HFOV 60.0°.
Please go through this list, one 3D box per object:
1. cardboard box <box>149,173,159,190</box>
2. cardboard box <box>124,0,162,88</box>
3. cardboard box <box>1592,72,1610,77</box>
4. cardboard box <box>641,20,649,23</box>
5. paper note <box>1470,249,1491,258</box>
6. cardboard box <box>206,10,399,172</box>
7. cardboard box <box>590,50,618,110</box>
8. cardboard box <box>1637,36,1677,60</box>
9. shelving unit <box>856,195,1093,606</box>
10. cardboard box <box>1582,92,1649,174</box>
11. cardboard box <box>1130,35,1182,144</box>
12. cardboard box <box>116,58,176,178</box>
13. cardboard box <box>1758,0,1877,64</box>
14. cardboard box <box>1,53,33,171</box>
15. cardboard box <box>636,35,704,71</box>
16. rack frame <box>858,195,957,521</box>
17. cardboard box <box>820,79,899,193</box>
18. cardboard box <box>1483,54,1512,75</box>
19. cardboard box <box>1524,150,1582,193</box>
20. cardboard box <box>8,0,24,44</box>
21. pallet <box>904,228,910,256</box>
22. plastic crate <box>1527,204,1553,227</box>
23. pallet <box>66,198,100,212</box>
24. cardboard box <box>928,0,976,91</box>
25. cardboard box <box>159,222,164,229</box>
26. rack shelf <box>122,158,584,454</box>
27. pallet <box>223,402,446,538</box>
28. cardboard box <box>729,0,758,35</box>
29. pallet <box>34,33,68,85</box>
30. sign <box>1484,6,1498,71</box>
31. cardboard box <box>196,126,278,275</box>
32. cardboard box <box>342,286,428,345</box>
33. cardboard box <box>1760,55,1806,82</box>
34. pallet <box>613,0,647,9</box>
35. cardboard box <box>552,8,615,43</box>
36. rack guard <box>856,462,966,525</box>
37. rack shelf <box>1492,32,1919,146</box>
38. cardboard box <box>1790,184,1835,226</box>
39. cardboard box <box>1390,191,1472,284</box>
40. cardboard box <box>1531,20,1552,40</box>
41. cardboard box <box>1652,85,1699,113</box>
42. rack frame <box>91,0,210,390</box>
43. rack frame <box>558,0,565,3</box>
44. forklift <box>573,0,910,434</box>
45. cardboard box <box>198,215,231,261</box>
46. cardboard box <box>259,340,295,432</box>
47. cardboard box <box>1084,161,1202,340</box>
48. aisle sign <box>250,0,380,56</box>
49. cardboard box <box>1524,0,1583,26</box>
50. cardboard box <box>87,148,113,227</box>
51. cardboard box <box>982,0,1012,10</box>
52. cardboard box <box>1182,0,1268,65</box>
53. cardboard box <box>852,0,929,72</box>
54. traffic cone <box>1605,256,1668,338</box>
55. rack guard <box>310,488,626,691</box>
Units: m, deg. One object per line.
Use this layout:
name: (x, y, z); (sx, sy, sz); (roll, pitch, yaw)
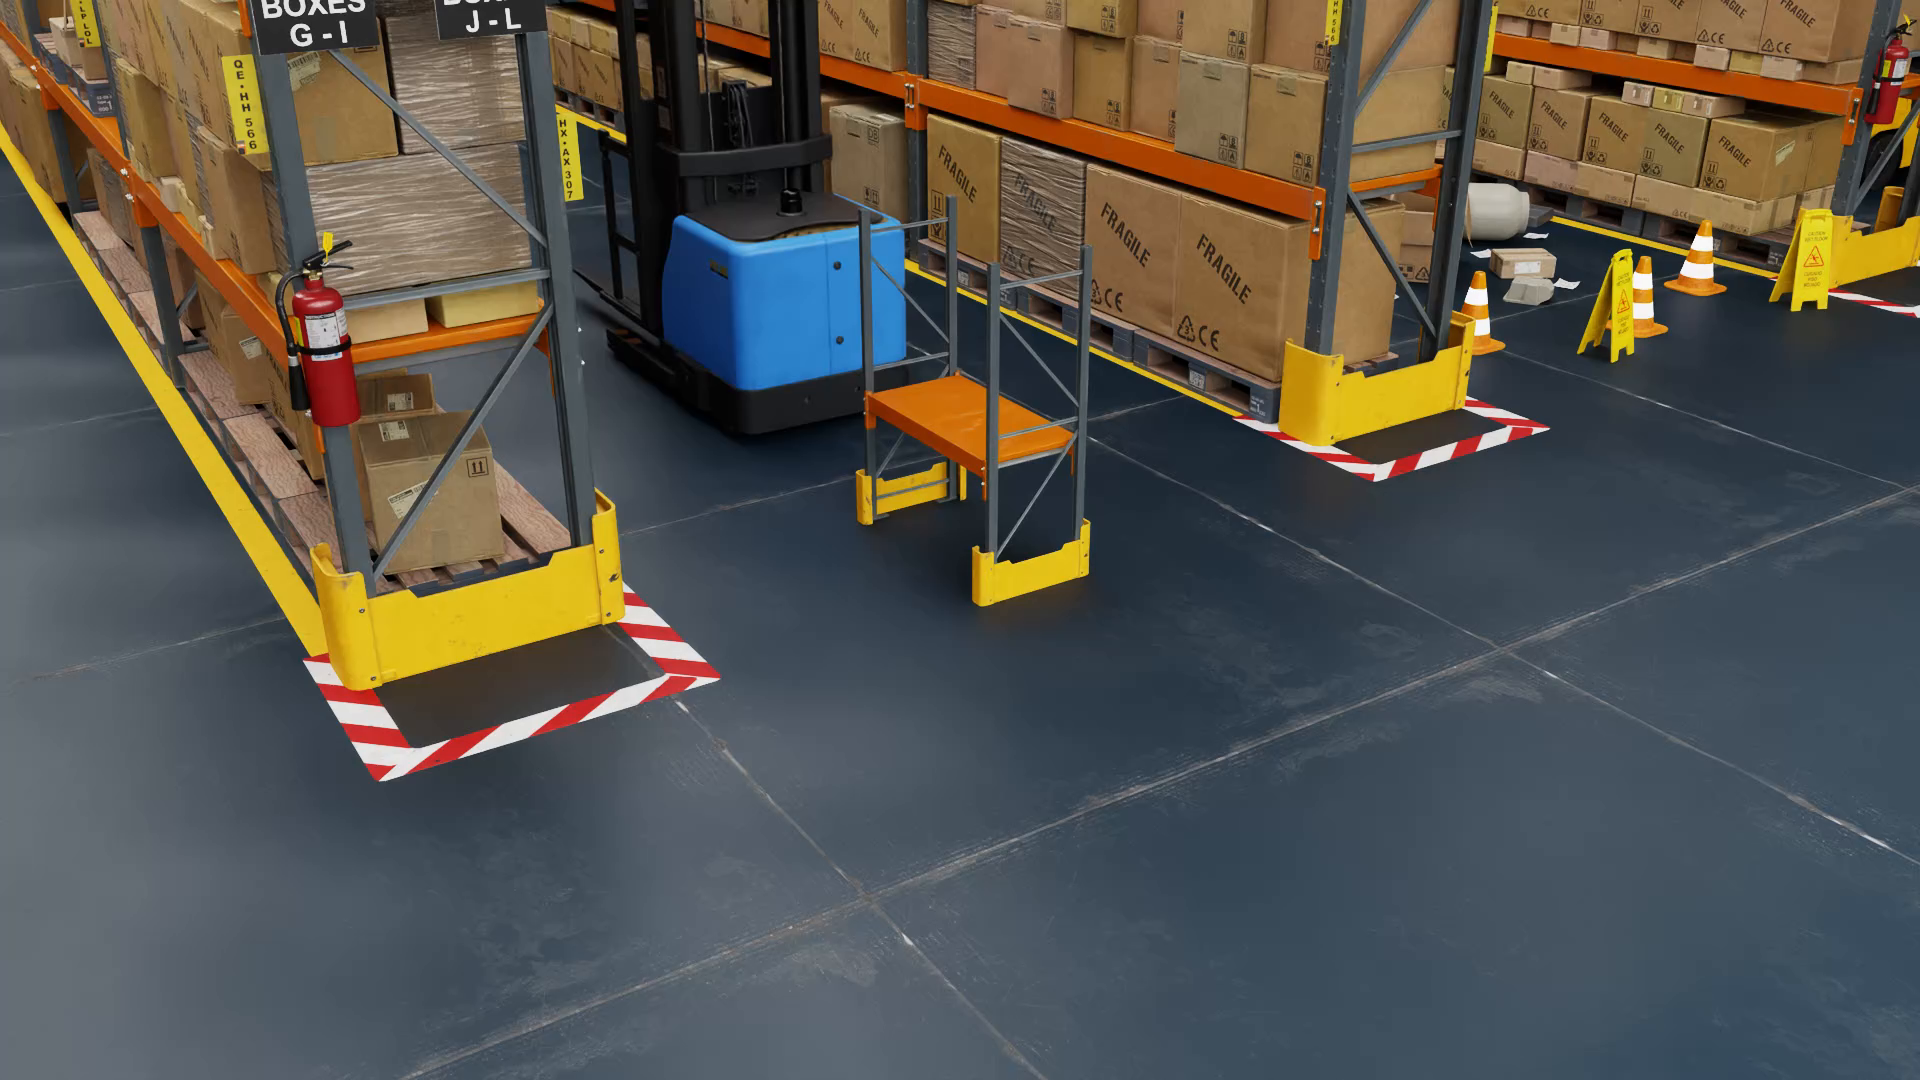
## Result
cardboard box: (-3.974, -1.921, 8.600); (0.380, 0.149, 0.250); (-16, 29, -30)
cardboard box: (-3.545, -2.411, 7.708); (0.500, 0.500, 0.500); (-16, 29, -30)
cardboard box: (5.006, -3.622, 13.759); (0.500, 0.500, 0.500); (-15, 29, -29)
cardboard box: (-2.807, -4.971, 16.324); (0.500, 0.250, 0.500); (-15, 29, -29)
paper note: (3.841, -2.101, 12.179); (0.148, 0.019, 0.142); (-6, 26, -12)
cardboard box: (-2.448, -1.698, 6.195); (0.500, 0.500, 0.500); (-16, 29, -30)
cardboard box: (-3.258, -4.514, 16.234); (0.500, 0.500, 0.500); (-17, 30, -32)
cardboard box: (5.222, -3.647, 12.257); (0.380, 0.149, 0.250); (-16, 30, -30)
shelving unit: (0.042, -0.651, 7.372); (0.587, 1.500, 1.083); (-16, 29, -30)
cardboard box: (5.149, -3.115, 12.686); (0.500, 0.500, 0.500); (-16, 30, -31)
cardboard box: (1.511, -2.657, 9.690); (0.875, 0.550, 0.550); (-16, 29, -30)
cardboard box: (-3.687, -2.175, 8.377); (0.875, 0.500, 0.500); (-16, 29, -30)
cardboard box: (5.835, -3.546, 11.281); (0.500, 0.500, 0.500); (-16, 30, -30)
cardboard box: (-7.147, -3.589, 13.837); (1.225, 0.875, 0.875); (-15, 29, -29)
cardboard box: (-2.690, -4.490, 15.305); (0.500, 0.250, 0.500); (-16, 30, -31)
rack frame: (-0.231, -0.830, 7.750); (0.500, 1.500, 0.032); (-16, 29, -30)
cardboard box: (-0.851, -3.197, 13.151); (1.050, 0.750, 0.750); (-16, 29, -30)
cardboard box: (4.293, -3.913, 13.616); (0.380, 0.149, 0.250); (-15, 29, -29)
cardboard box: (4.868, -2.962, 13.239); (0.500, 0.250, 0.500); (-16, 30, -30)
cardboard box: (-7.052, -4.132, 12.871); (0.500, 0.500, 0.500); (-16, 30, -30)
pallet: (-0.398, -2.474, 12.744); (1.003, 0.211, 1.213); (-16, 29, -30)
plastic crate: (4.349, -2.594, 13.151); (0.583, 0.080, 0.402); (18, 31, 33)
pallet: (-6.675, -2.826, 13.490); (1.003, 0.211, 1.213); (-16, 29, -30)
cardboard box: (0.298, -3.416, 11.296); (0.875, 0.550, 0.550); (-16, 29, -30)
cardboard box: (-4.686, -1.825, 10.516); (0.700, 0.500, 0.500); (-16, 29, -30)
rack shelf: (-3.032, -1.317, 7.868); (1.077, 0.370, 4.000); (-16, 29, -30)
pallet: (-3.058, -0.427, 8.408); (1.003, 0.211, 1.213); (-16, 29, -30)
cardboard box: (-1.523, -4.368, 13.371); (0.500, 0.500, 0.500); (-16, 29, -30)
pallet: (-5.829, -3.471, 11.814); (1.213, 0.211, 1.003); (-16, 29, -30)
sign: (2.739, -2.601, 8.639); (0.100, 0.325, 0.005); (-16, 29, -30)
cardboard box: (-2.591, -1.460, 6.864); (0.875, 0.500, 0.500); (-16, 29, -30)
cardboard box: (-2.269, -0.867, 6.367); (0.380, 0.149, 0.250); (-16, 29, -30)
cardboard box: (5.748, -3.271, 11.460); (0.380, 0.149, 0.250); (-16, 30, -30)
pallet: (-2.575, -5.051, 15.161); (1.213, 0.211, 1.003); (-16, 29, -30)
cardboard box: (-3.806, -5.221, 16.854); (0.500, 0.250, 0.500); (-15, 29, -28)
rack guard: (-0.230, -0.264, 8.016); (0.587, 0.250, 0.087); (-16, 29, -30)
rack shelf: (5.271, -3.626, 12.760); (1.077, 0.370, 4.000); (-16, 29, -30)
cardboard box: (6.154, -2.535, 12.336); (0.500, 0.250, 0.500); (-16, 30, -30)
cardboard box: (3.283, -2.145, 11.705); (0.637, 0.503, 0.797); (7, 26, 15)
cardboard box: (4.712, -4.015, 13.035); (0.380, 0.149, 0.250); (-16, 29, -30)
cardboard box: (5.315, -3.247, 12.205); (0.380, 0.149, 0.250); (-15, 29, -29)
rack frame: (-4.124, -2.357, 9.230); (1.000, 3.000, 0.127); (-16, 29, -30)
rack frame: (-4.280, -6.338, 17.663); (1.000, 3.000, 0.127); (-16, 29, -30)
forklift: (-1.488, -2.466, 9.541); (1.130, 2.935, 3.031); (-15, 29, -29)
cardboard box: (-3.176, -1.379, 7.451); (0.380, 0.149, 0.250); (-16, 29, -30)
cardboard box: (-3.216, -0.858, 8.489); (0.500, 0.500, 0.500); (-19, 31, -34)
cardboard box: (1.363, -1.817, 10.082); (0.875, 0.875, 0.875); (-16, 30, -30)
aisle sign: (-2.158, -2.010, 5.449); (0.394, 0.787, 0.004); (-16, 29, -30)
cardboard box: (4.742, -4.267, 12.810); (0.500, 0.500, 0.500); (-16, 30, -30)
cardboard box: (-5.925, -2.622, 12.202); (0.700, 0.500, 0.500); (-17, 30, -32)
cardboard box: (0.657, -3.724, 10.683); (0.875, 0.550, 0.550); (-16, 29, -30)
cardboard box: (1.723, -2.919, 8.980); (0.875, 0.550, 0.550); (-16, 29, -30)
cardboard box: (-0.422, -3.647, 11.844); (0.500, 0.500, 0.500); (-16, 29, -30)
traffic cone: (4.303, -1.562, 10.516); (0.336, 0.463, 0.334); (-16, 29, -30)
rack guard: (-1.982, 0.177, 6.790); (1.175, 0.500, 0.348); (-16, 29, -30)
